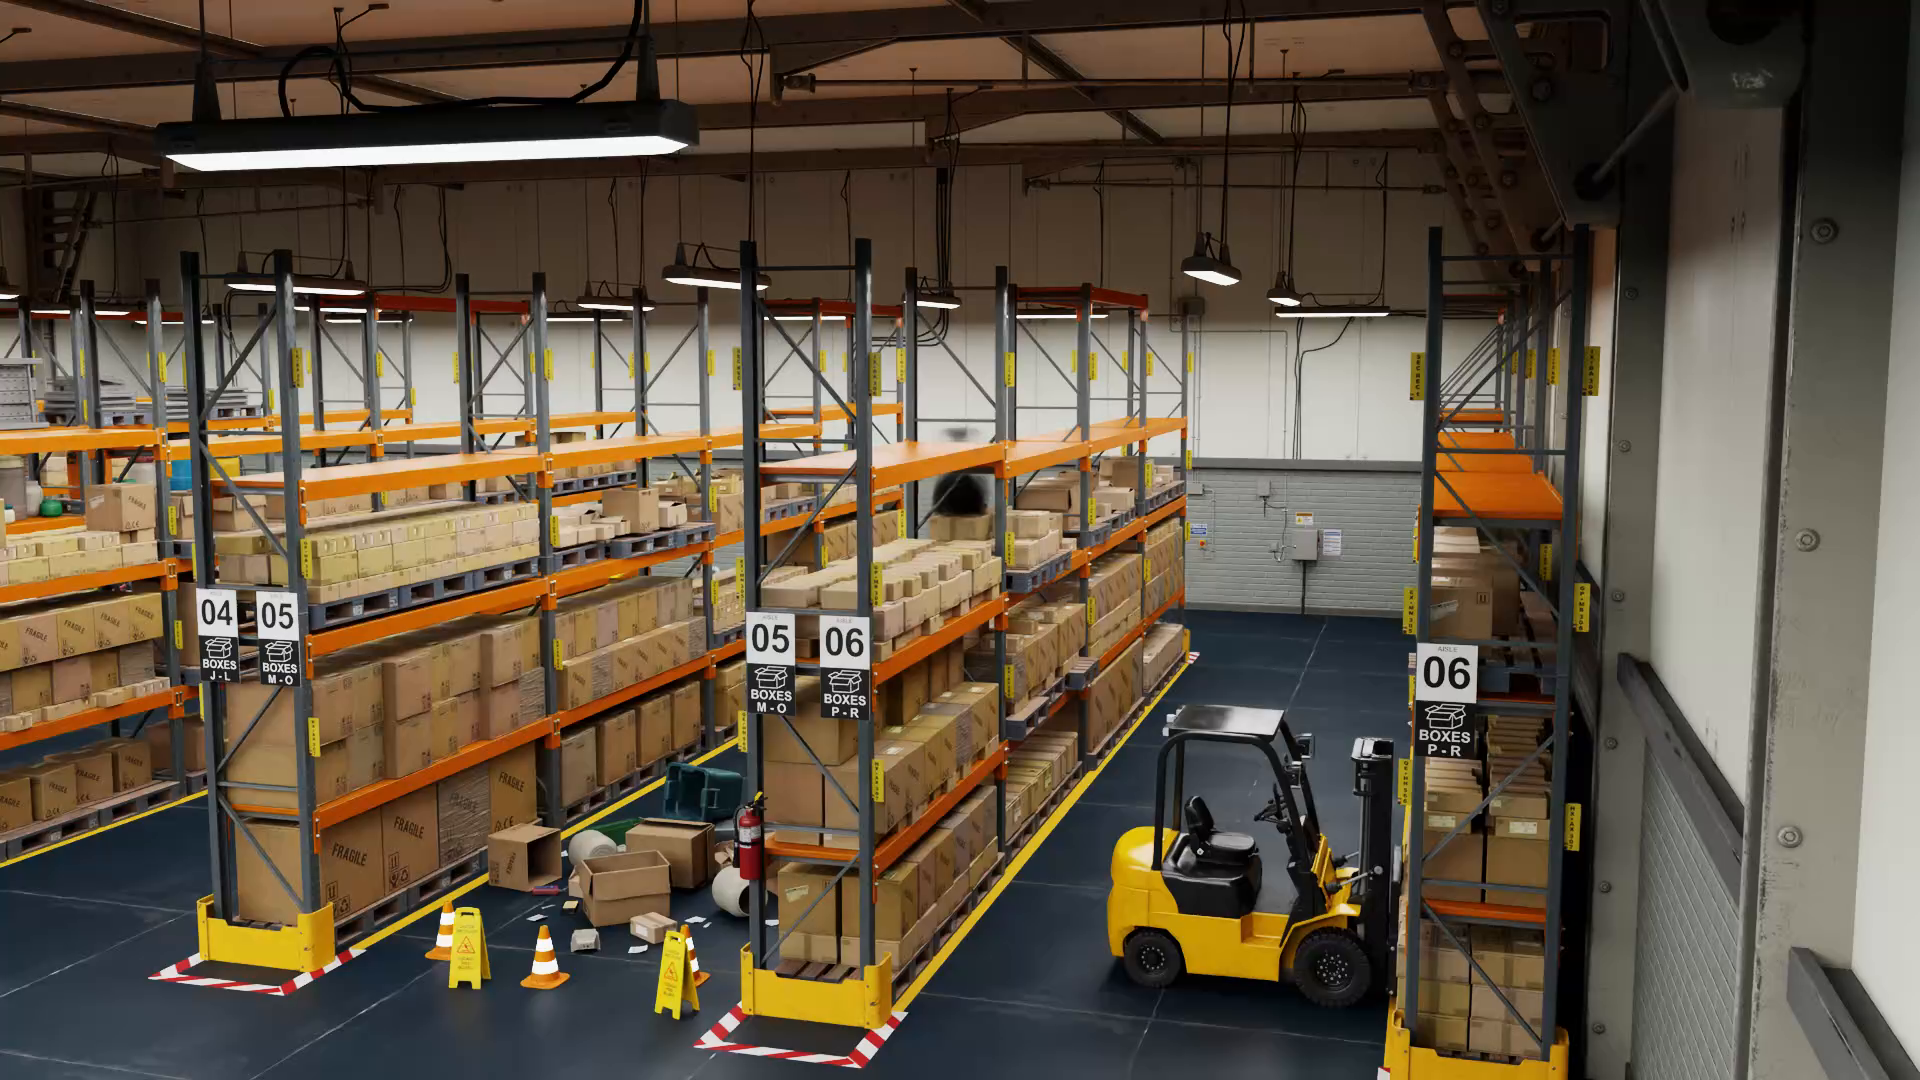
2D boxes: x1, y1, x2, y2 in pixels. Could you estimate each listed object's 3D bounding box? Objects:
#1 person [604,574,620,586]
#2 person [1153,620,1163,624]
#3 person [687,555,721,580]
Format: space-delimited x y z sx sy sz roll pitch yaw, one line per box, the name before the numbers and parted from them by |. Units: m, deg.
person | -5.584 1.292 27.323 0.723 1.653 0.825 0 6 4
person | 3.392 1.049 29.211 0.815 1.733 0.661 1 6 7
person | -4.737 0.996 30.752 0.634 1.490 0.741 1 6 8
